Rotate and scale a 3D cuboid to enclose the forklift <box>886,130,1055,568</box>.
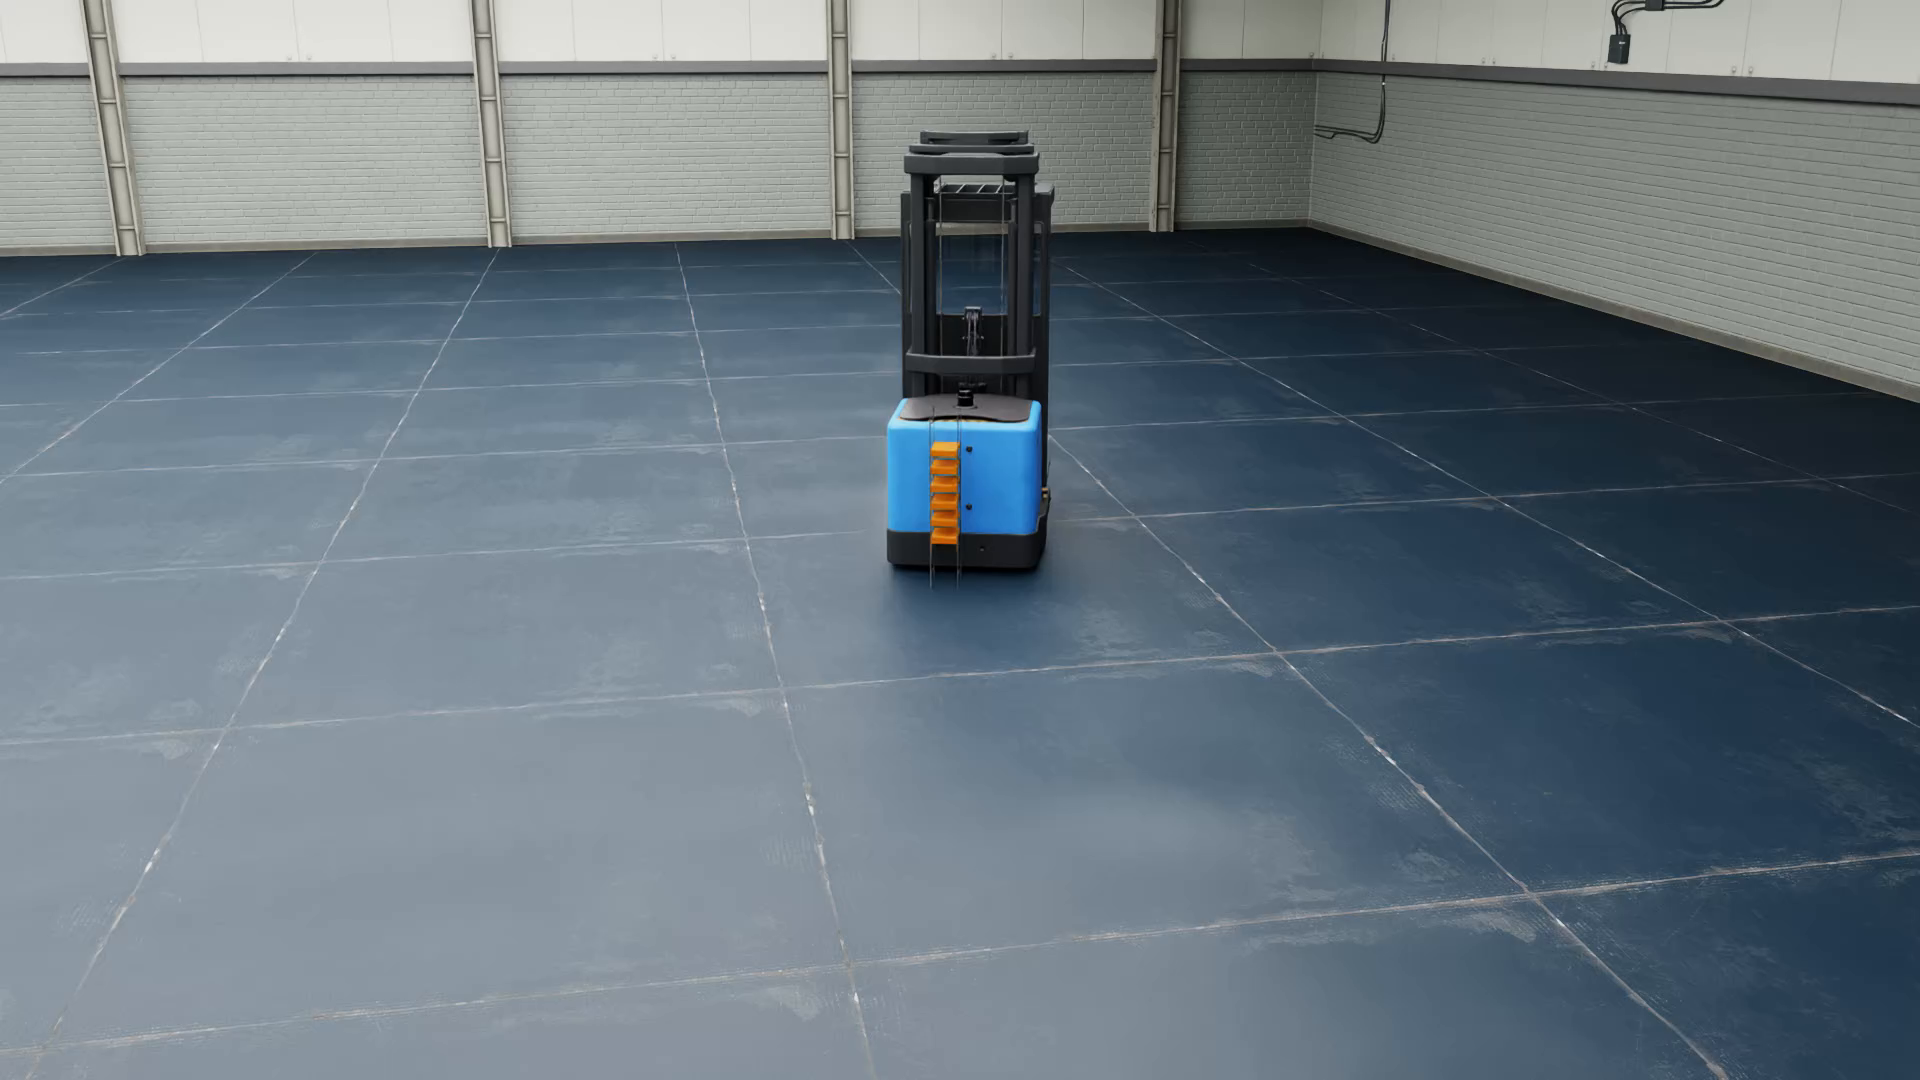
[{"bbox_3d":[0.136,-1.593,12.506,1.130,2.935,3.031,1,17,5],"label":"forklift"}]

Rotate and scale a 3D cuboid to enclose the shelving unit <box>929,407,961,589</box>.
[{"bbox_3d":[-0.097,-0.281,11.184,0.189,1.200,0.258,1,17,5],"label":"shelving unit"}]

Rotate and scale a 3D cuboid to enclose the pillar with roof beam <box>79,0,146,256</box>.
[{"bbox_3d":[-13.086,-7.854,22.555,0.400,9.000,9.100,-3,17,-10],"label":"pillar with roof beam"}]

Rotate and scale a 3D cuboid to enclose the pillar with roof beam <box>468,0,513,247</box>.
[{"bbox_3d":[-7.195,-8.188,23.644,0.400,9.000,9.100,-3,17,-10],"label":"pillar with roof beam"}]

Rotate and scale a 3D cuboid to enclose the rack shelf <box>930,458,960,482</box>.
[{"bbox_3d":[-0.097,-0.468,11.126,0.180,0.103,0.258,1,17,5],"label":"rack shelf"}]

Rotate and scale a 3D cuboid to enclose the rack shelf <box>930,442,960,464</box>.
[{"bbox_3d":[-0.097,-0.583,11.091,0.180,0.103,0.258,1,17,5],"label":"rack shelf"}]

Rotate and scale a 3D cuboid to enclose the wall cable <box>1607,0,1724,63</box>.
[{"bbox_3d":[8.699,-8.768,19.741,0.169,6.003,2.305,-3,17,-10],"label":"wall cable"}]

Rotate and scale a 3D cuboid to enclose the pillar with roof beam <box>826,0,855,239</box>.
[{"bbox_3d":[-1.304,-8.522,24.732,0.400,9.000,9.100,-3,17,-10],"label":"pillar with roof beam"}]

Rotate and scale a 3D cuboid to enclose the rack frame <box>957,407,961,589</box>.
[{"bbox_3d":[-0.006,-0.279,11.176,0.006,1.200,0.240,1,17,5],"label":"rack frame"}]

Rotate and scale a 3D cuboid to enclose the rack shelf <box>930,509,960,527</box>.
[{"bbox_3d":[-0.097,-0.124,11.232,0.180,0.103,0.258,1,17,5],"label":"rack shelf"}]

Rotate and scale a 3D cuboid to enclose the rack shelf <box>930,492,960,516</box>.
[{"bbox_3d":[-0.097,-0.239,11.197,0.180,0.103,0.258,1,17,5],"label":"rack shelf"}]

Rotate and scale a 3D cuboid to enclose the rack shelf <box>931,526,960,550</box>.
[{"bbox_3d":[-0.097,-0.010,11.268,0.180,0.103,0.258,1,17,5],"label":"rack shelf"}]

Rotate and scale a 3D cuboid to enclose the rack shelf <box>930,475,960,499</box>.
[{"bbox_3d":[-0.097,-0.354,11.162,0.180,0.103,0.258,1,17,5],"label":"rack shelf"}]

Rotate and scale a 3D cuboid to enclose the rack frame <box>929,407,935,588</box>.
[{"bbox_3d":[-0.188,-0.284,11.191,0.006,1.200,0.240,1,17,5],"label":"rack frame"}]

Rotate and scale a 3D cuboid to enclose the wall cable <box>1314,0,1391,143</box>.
[{"bbox_3d":[6.913,-8.396,29.609,0.112,2.526,3.097,-3,17,-10],"label":"wall cable"}]
